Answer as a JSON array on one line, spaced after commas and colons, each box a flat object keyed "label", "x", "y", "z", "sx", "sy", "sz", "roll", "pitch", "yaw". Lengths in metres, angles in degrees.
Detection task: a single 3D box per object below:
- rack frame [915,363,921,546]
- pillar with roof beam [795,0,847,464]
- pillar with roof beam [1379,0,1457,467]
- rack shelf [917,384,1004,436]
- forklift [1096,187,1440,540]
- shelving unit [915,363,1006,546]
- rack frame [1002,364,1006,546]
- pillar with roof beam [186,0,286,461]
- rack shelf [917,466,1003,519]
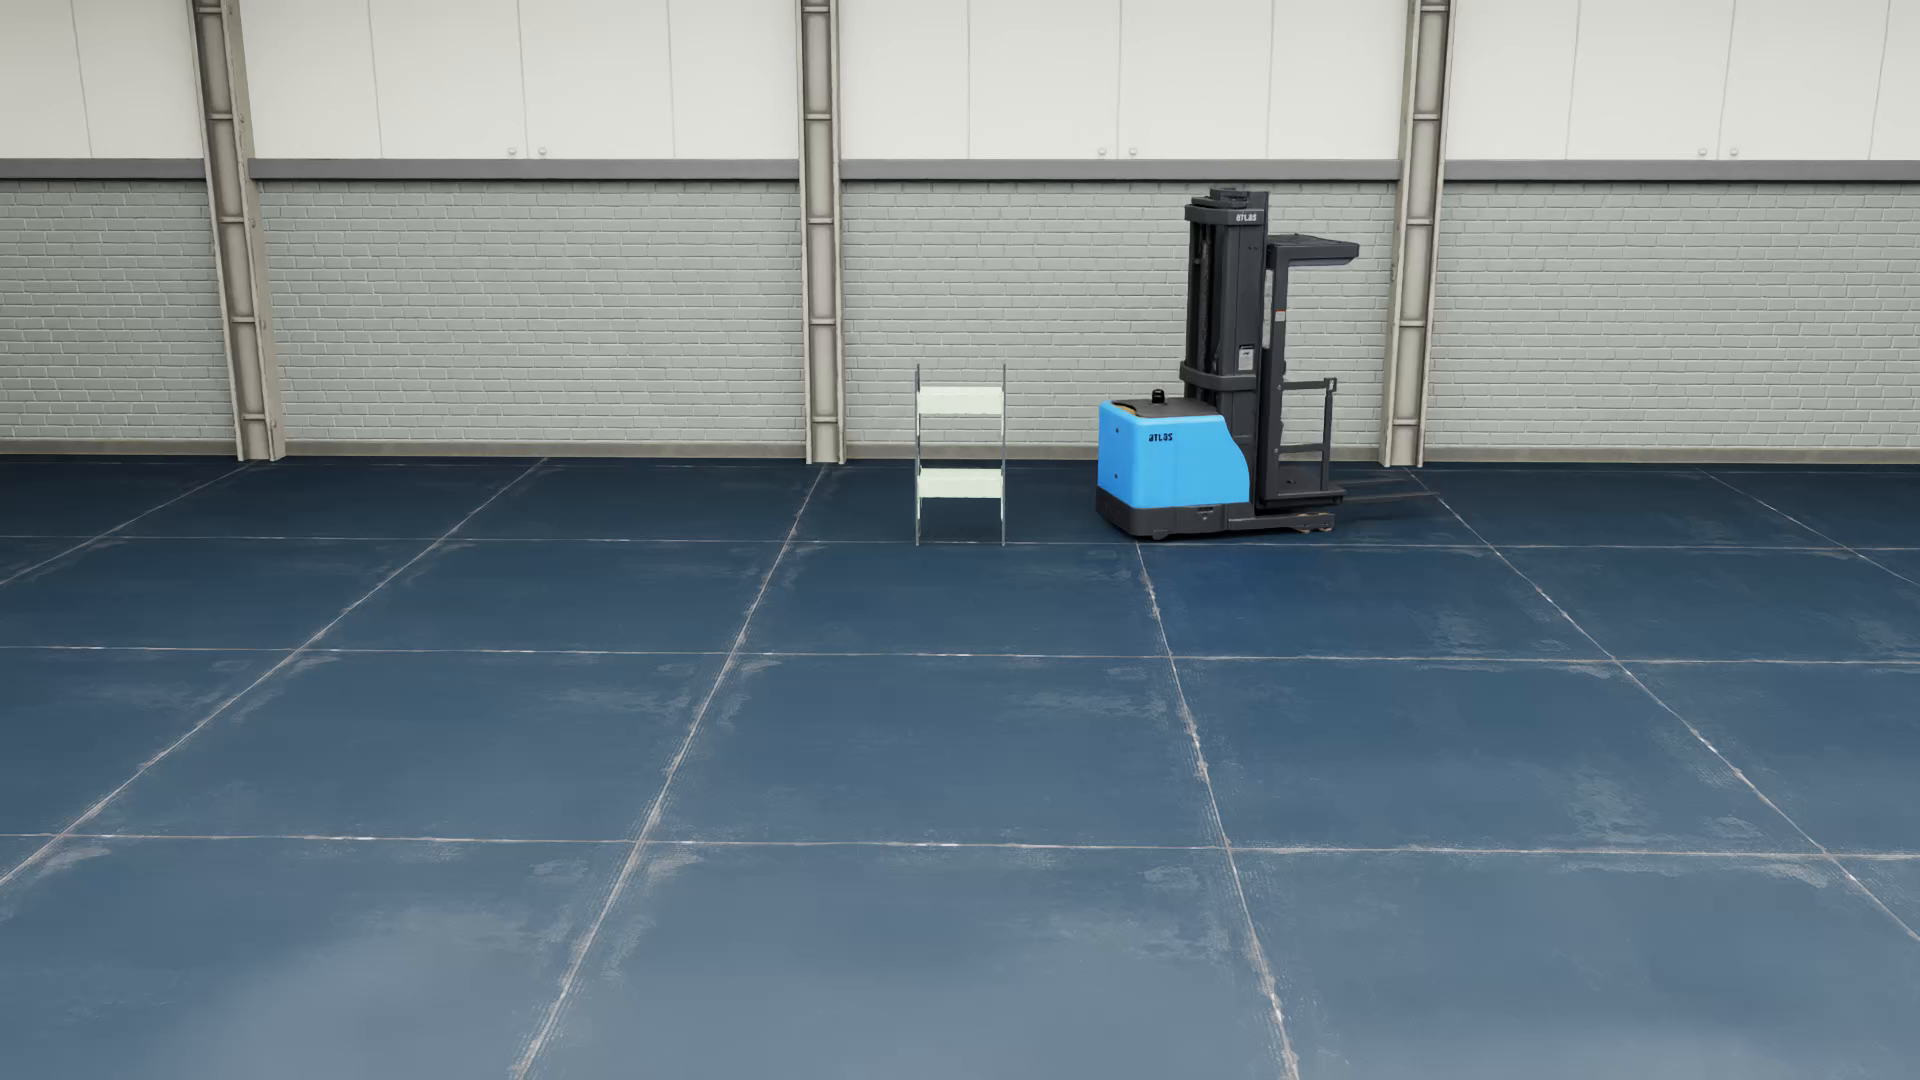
[{"label": "rack frame", "x": -0.359, "y": -0.728, "z": 14.158, "sx": 0.023, "sy": 1.500, "sz": 0.400, "roll": 0, "pitch": 15, "yaw": 1}, {"label": "pillar with roof beam", "x": -1.514, "y": -4.087, "z": 12.192, "sx": 0.400, "sy": 9.000, "sz": 9.100, "roll": 0, "pitch": 15, "yaw": 1}, {"label": "pillar with roof beam", "x": 4.484, "y": -4.048, "z": 12.043, "sx": 0.400, "sy": 9.000, "sz": 9.100, "roll": 0, "pitch": 15, "yaw": 1}, {"label": "rack shelf", "x": 0.007, "y": -1.102, "z": 14.049, "sx": 0.720, "sy": 0.370, "sz": 0.431, "roll": 0, "pitch": 15, "yaw": 1}, {"label": "forklift", "x": 2.803, "y": -1.604, "z": 14.673, "sx": 3.031, "sy": 2.935, "sz": 1.130, "roll": -4, "pitch": 15, "yaw": -14}, {"label": "shelving unit", "x": 0.007, "y": -0.725, "z": 14.149, "sx": 0.755, "sy": 1.500, "sz": 0.431, "roll": 0, "pitch": 15, "yaw": 1}, {"label": "rack frame", "x": 0.373, "y": -0.723, "z": 14.139, "sx": 0.023, "sy": 1.500, "sz": 0.400, "roll": 0, "pitch": 15, "yaw": 1}, {"label": "pillar with roof beam", "x": -7.512, "y": -4.126, "z": 12.340, "sx": 0.400, "sy": 9.000, "sz": 9.100, "roll": 0, "pitch": 15, "yaw": 1}, {"label": "rack shelf", "x": 0.007, "y": -0.410, "z": 14.232, "sx": 0.720, "sy": 0.370, "sz": 0.431, "roll": 0, "pitch": 15, "yaw": 1}]
